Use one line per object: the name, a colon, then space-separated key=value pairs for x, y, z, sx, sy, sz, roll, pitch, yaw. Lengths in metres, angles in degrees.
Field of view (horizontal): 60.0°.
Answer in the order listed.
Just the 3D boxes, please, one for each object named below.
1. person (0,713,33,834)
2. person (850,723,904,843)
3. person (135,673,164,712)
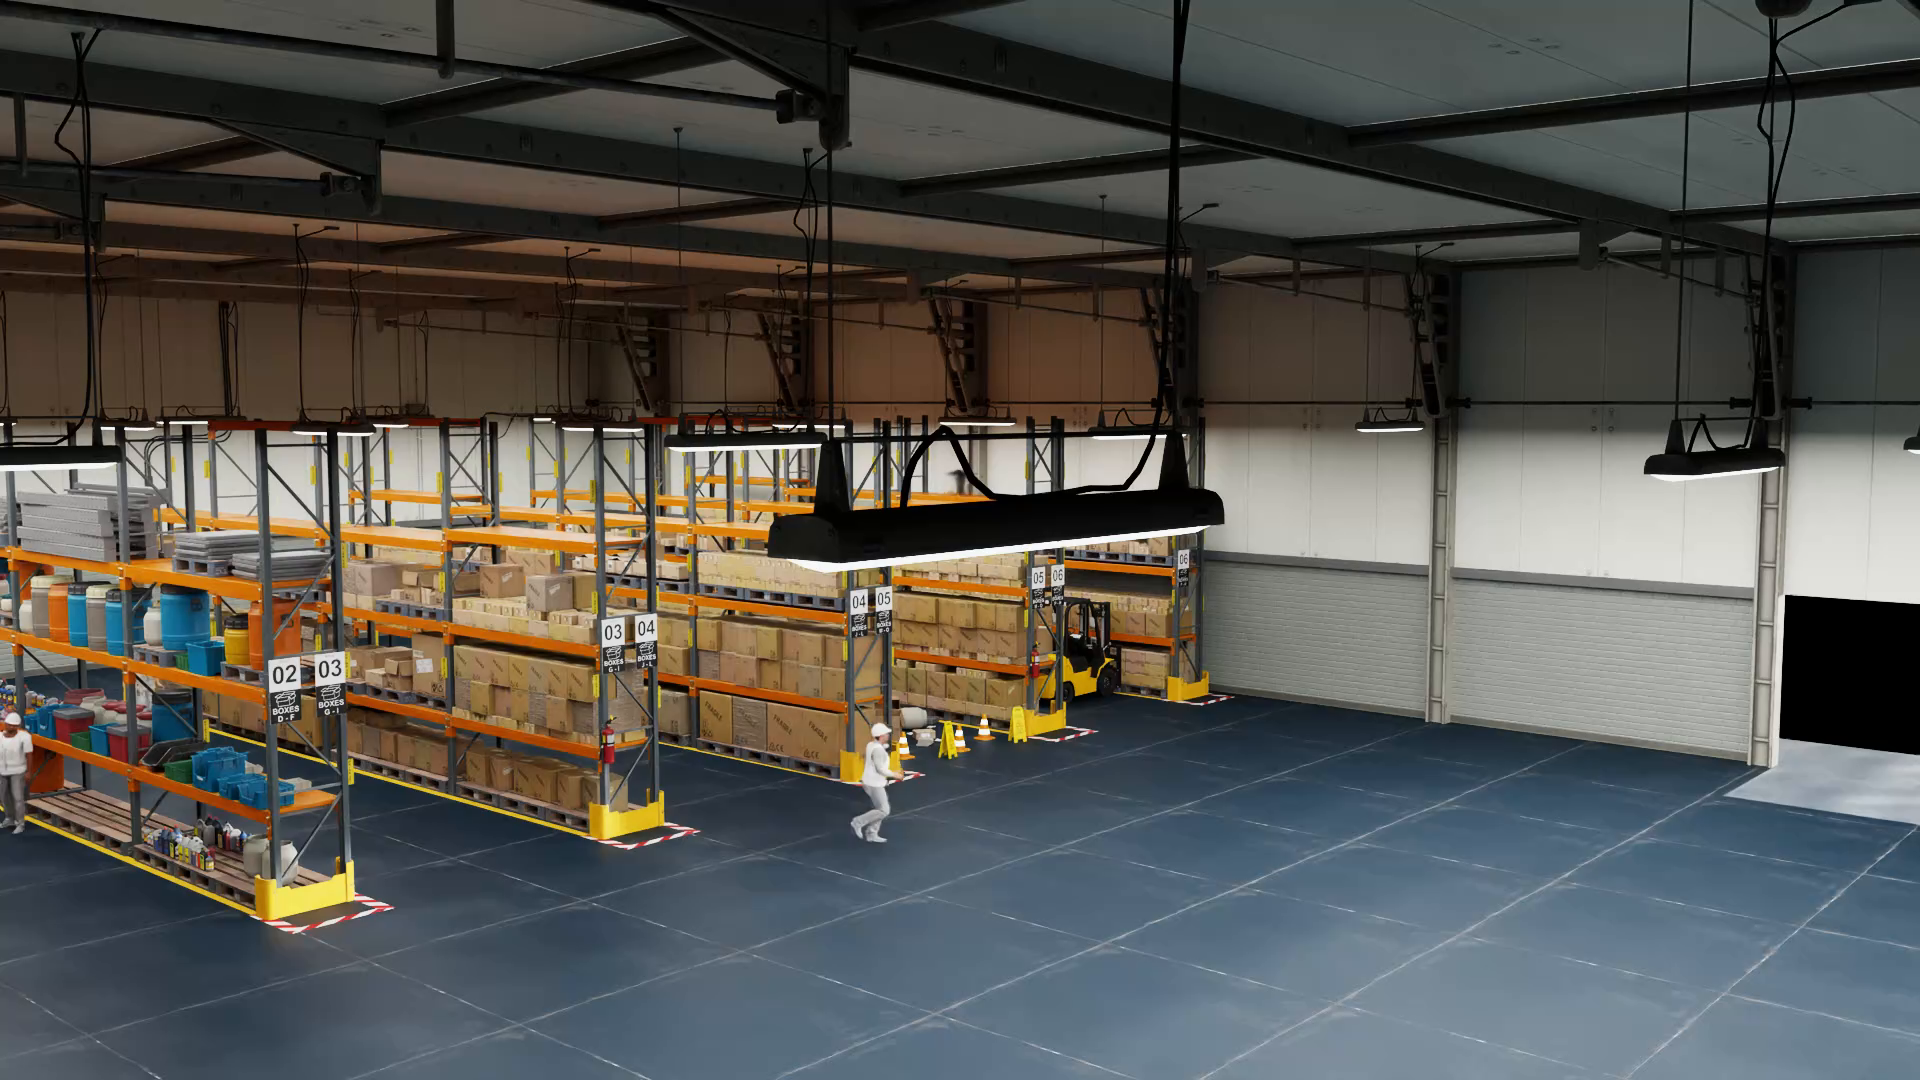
person: x=-13.967 y=3.417 z=24.485 sx=0.629 sy=1.770 sz=0.492 roll=0 pitch=5 yaw=-2
person: x=-1.210 y=3.500 z=23.871 sx=0.767 sy=1.745 sz=0.649 roll=-1 pitch=5 yaw=-13
person: x=-15.446 y=2.852 z=31.521 sx=0.645 sy=1.729 sz=0.660 roll=4 pitch=6 yaw=43
